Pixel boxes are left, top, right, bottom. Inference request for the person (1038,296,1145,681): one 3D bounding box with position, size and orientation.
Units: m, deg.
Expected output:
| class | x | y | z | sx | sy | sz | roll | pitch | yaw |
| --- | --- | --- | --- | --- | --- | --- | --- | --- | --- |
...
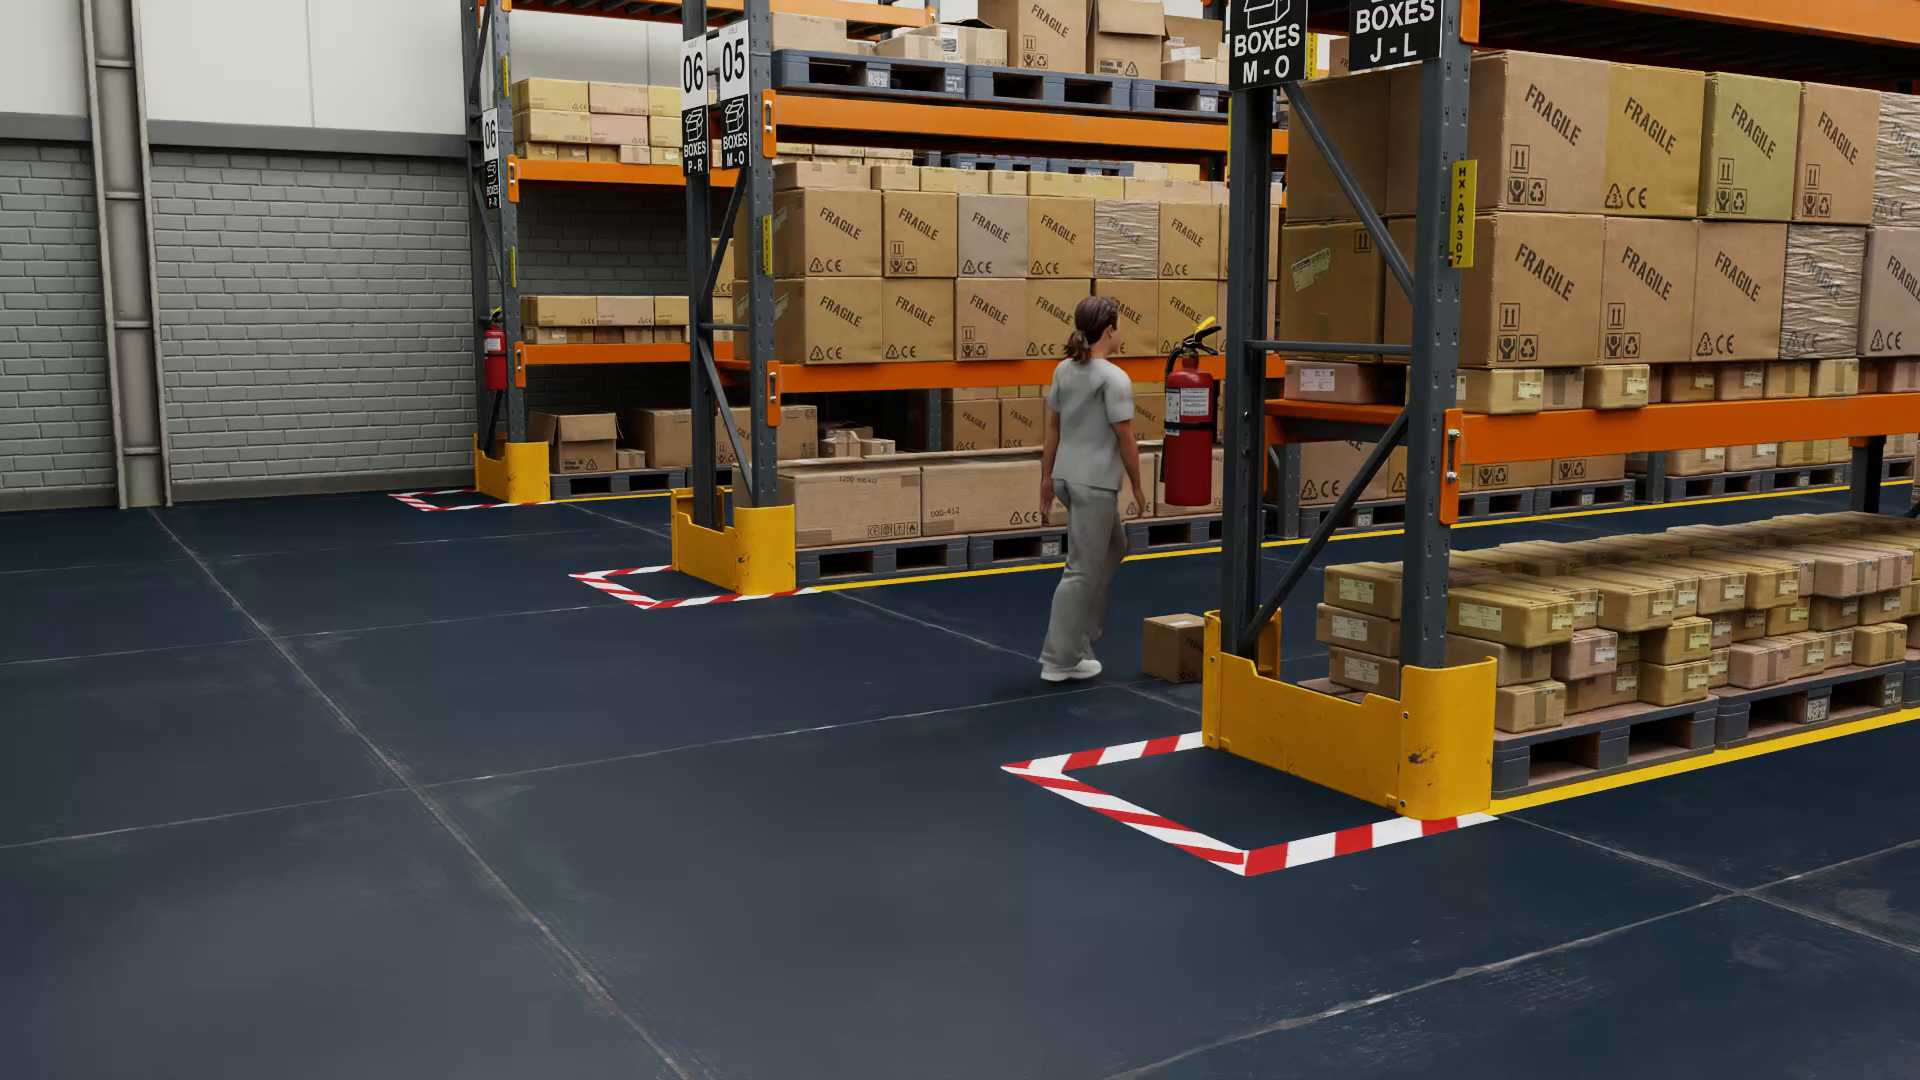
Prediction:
| class | x | y | z | sx | sy | sz | roll | pitch | yaw |
| --- | --- | --- | --- | --- | --- | --- | --- | --- | --- |
| person | 0.596 | -0.202 | 7.211 | 0.507 | 1.694 | 0.504 | -5 | 10 | -31 |
